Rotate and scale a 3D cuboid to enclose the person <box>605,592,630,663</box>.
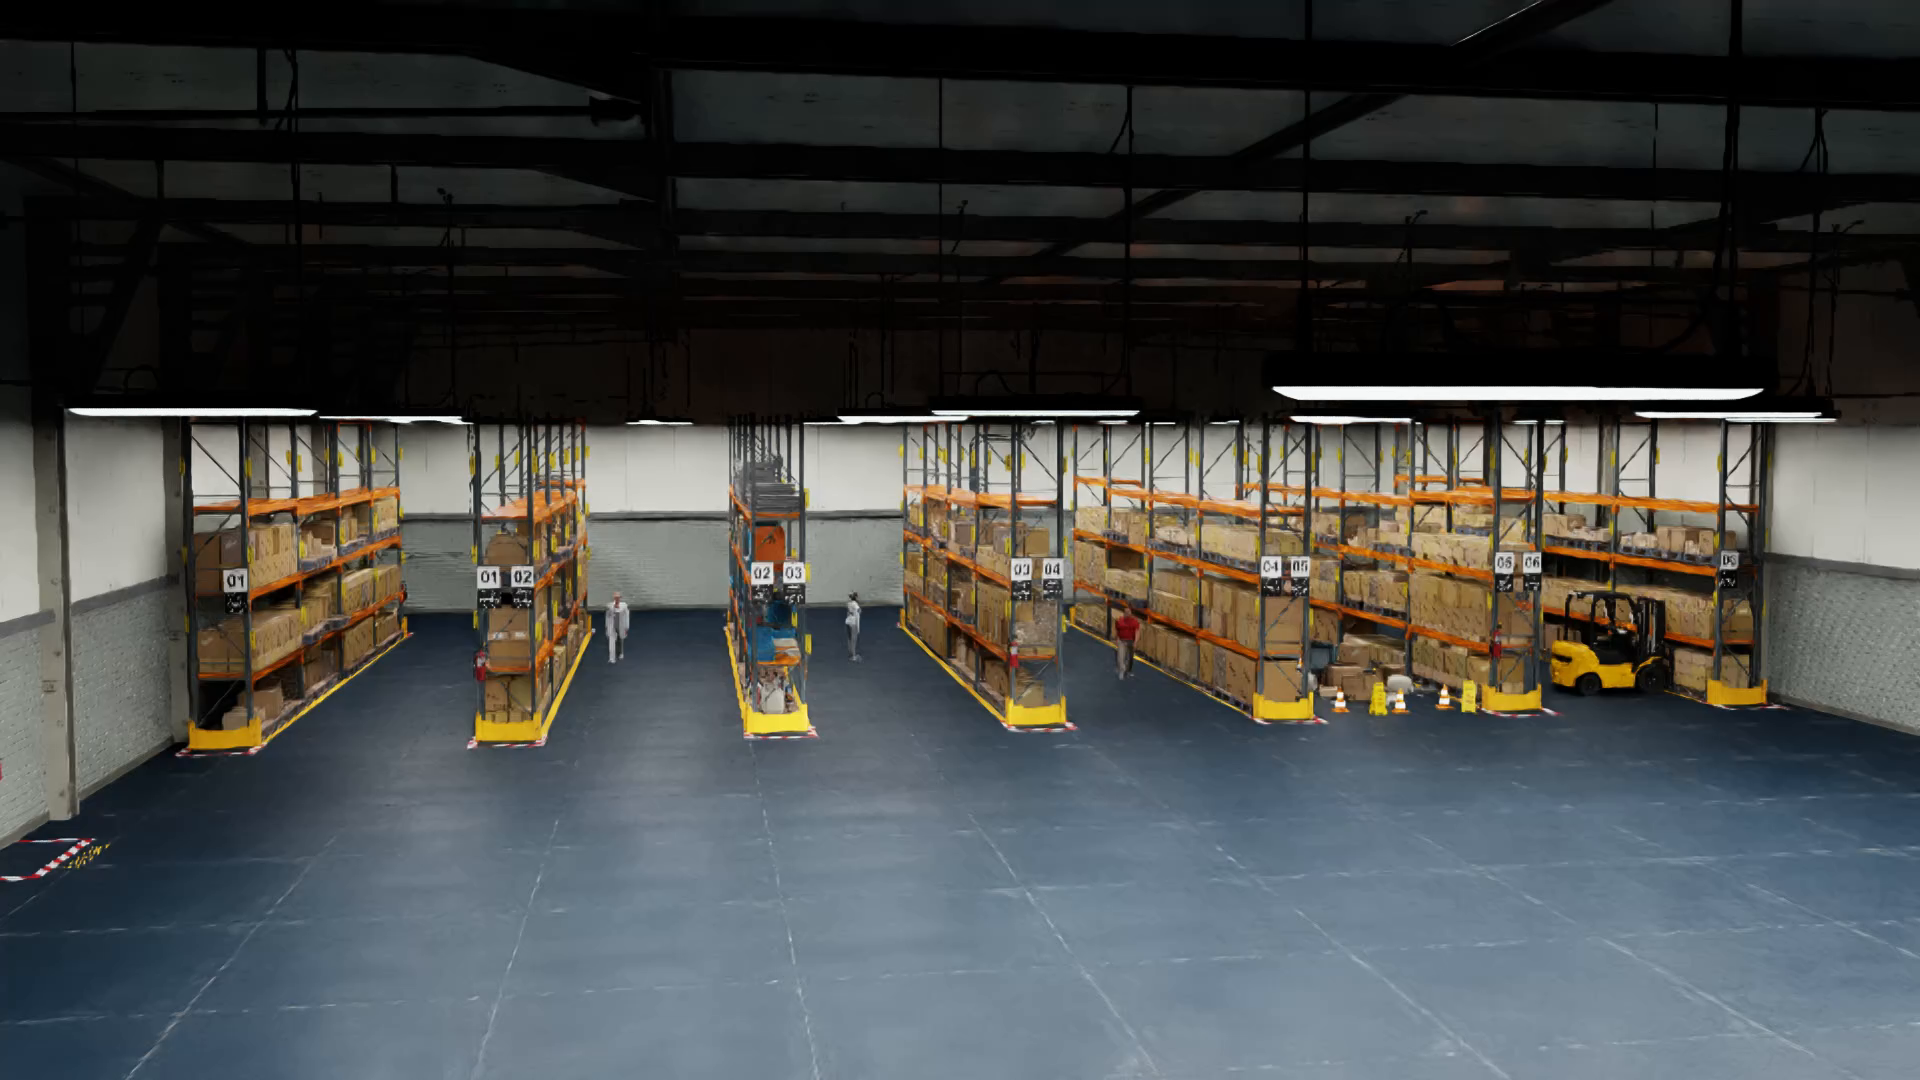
[{"bbox_3d":[-8.325,2.109,40.397,0.588,1.700,1.193,-1,4,-11],"label":"person"}]

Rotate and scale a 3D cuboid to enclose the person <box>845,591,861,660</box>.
[{"bbox_3d":[-2.588,2.093,40.859,0.431,1.684,0.553,-3,5,-35],"label":"person"}]

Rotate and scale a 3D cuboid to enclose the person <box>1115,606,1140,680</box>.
[{"bbox_3d":[3.788,2.321,37.616,0.533,1.657,1.031,0,4,0],"label":"person"}]
